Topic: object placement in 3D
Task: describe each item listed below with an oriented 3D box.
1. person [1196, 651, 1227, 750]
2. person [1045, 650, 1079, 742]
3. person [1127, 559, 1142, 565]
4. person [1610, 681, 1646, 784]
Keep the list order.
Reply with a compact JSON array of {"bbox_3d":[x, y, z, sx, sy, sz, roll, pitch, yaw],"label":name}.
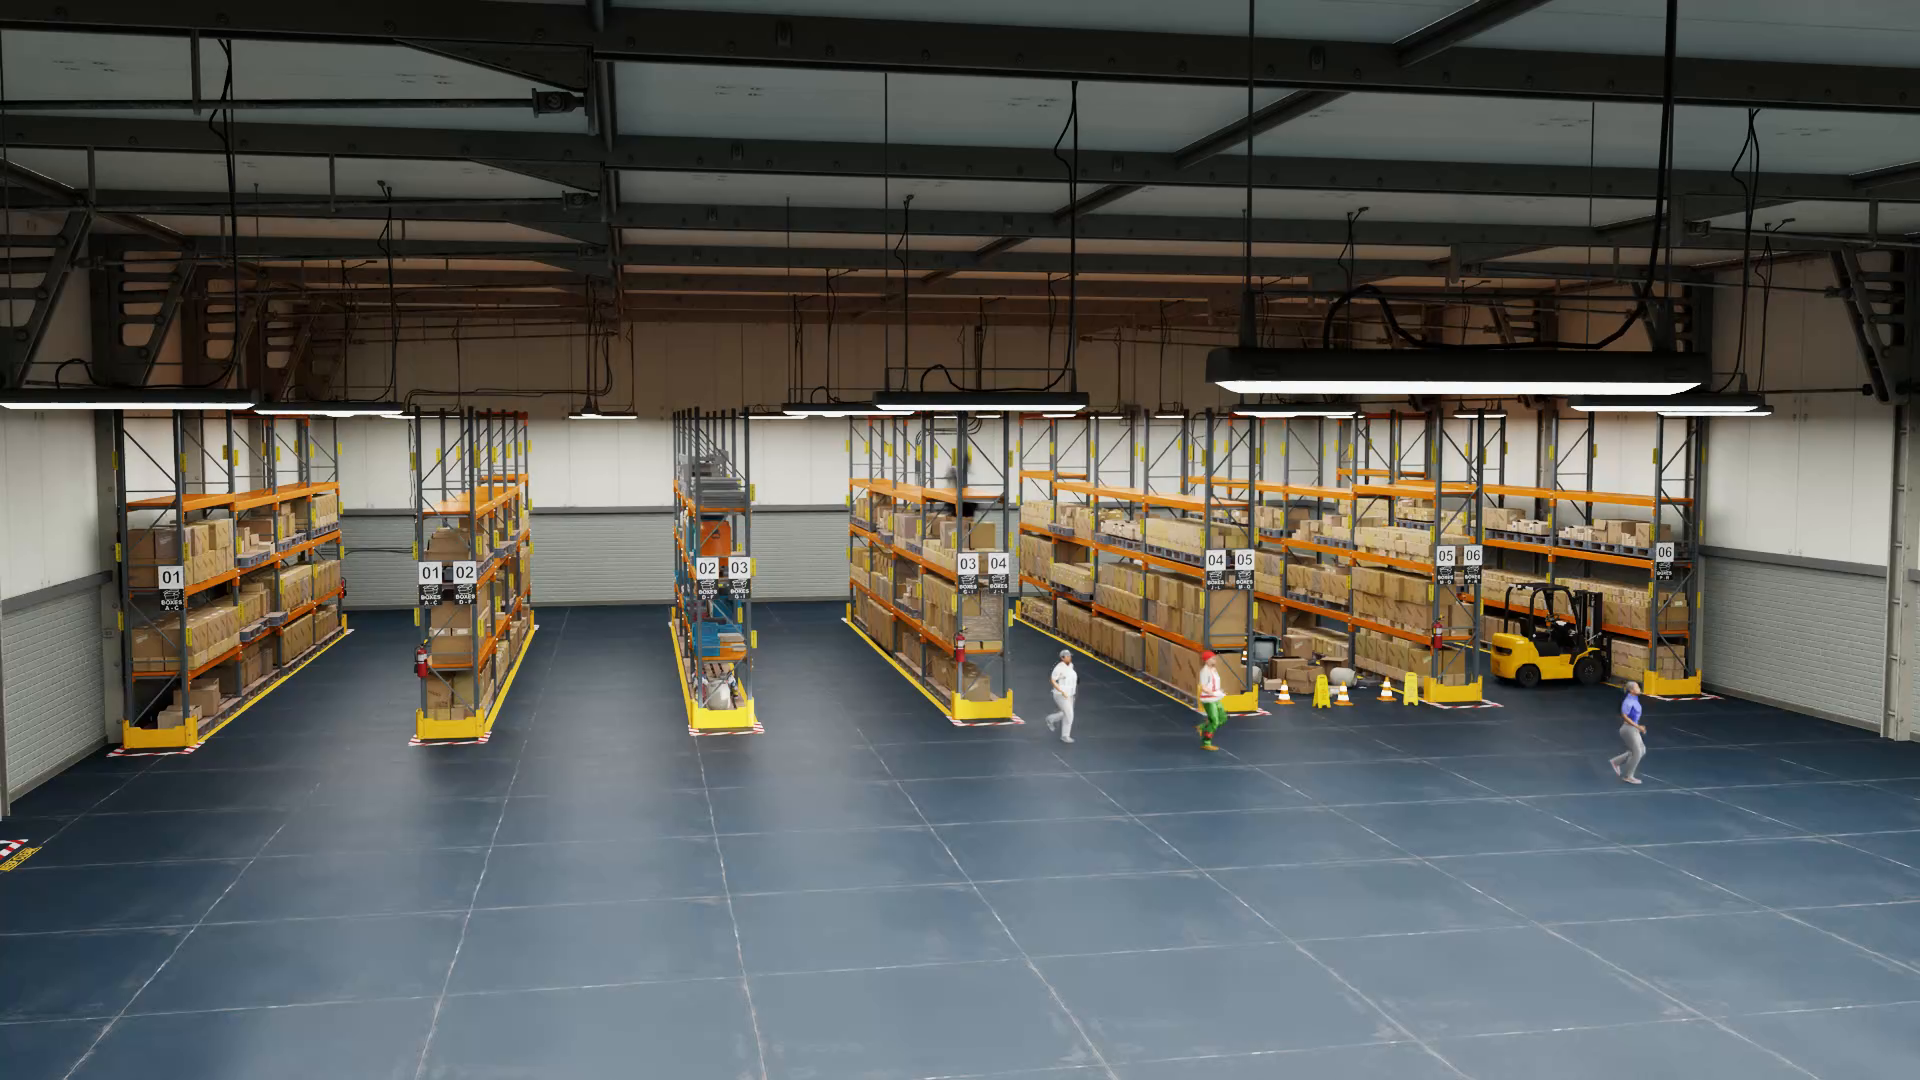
[{"bbox_3d":[4.401,2.795,28.976,0.546,1.742,0.655,2,4,25],"label":"person"},{"bbox_3d":[1.806,2.785,29.945,0.678,1.663,0.610,3,5,36],"label":"person"},{"bbox_3d":[5.277,1.217,50.730,0.923,1.833,0.710,-1,4,-8],"label":"person"},{"bbox_3d":[10.604,3.043,26.389,0.557,1.624,0.582,2,5,29],"label":"person"}]
